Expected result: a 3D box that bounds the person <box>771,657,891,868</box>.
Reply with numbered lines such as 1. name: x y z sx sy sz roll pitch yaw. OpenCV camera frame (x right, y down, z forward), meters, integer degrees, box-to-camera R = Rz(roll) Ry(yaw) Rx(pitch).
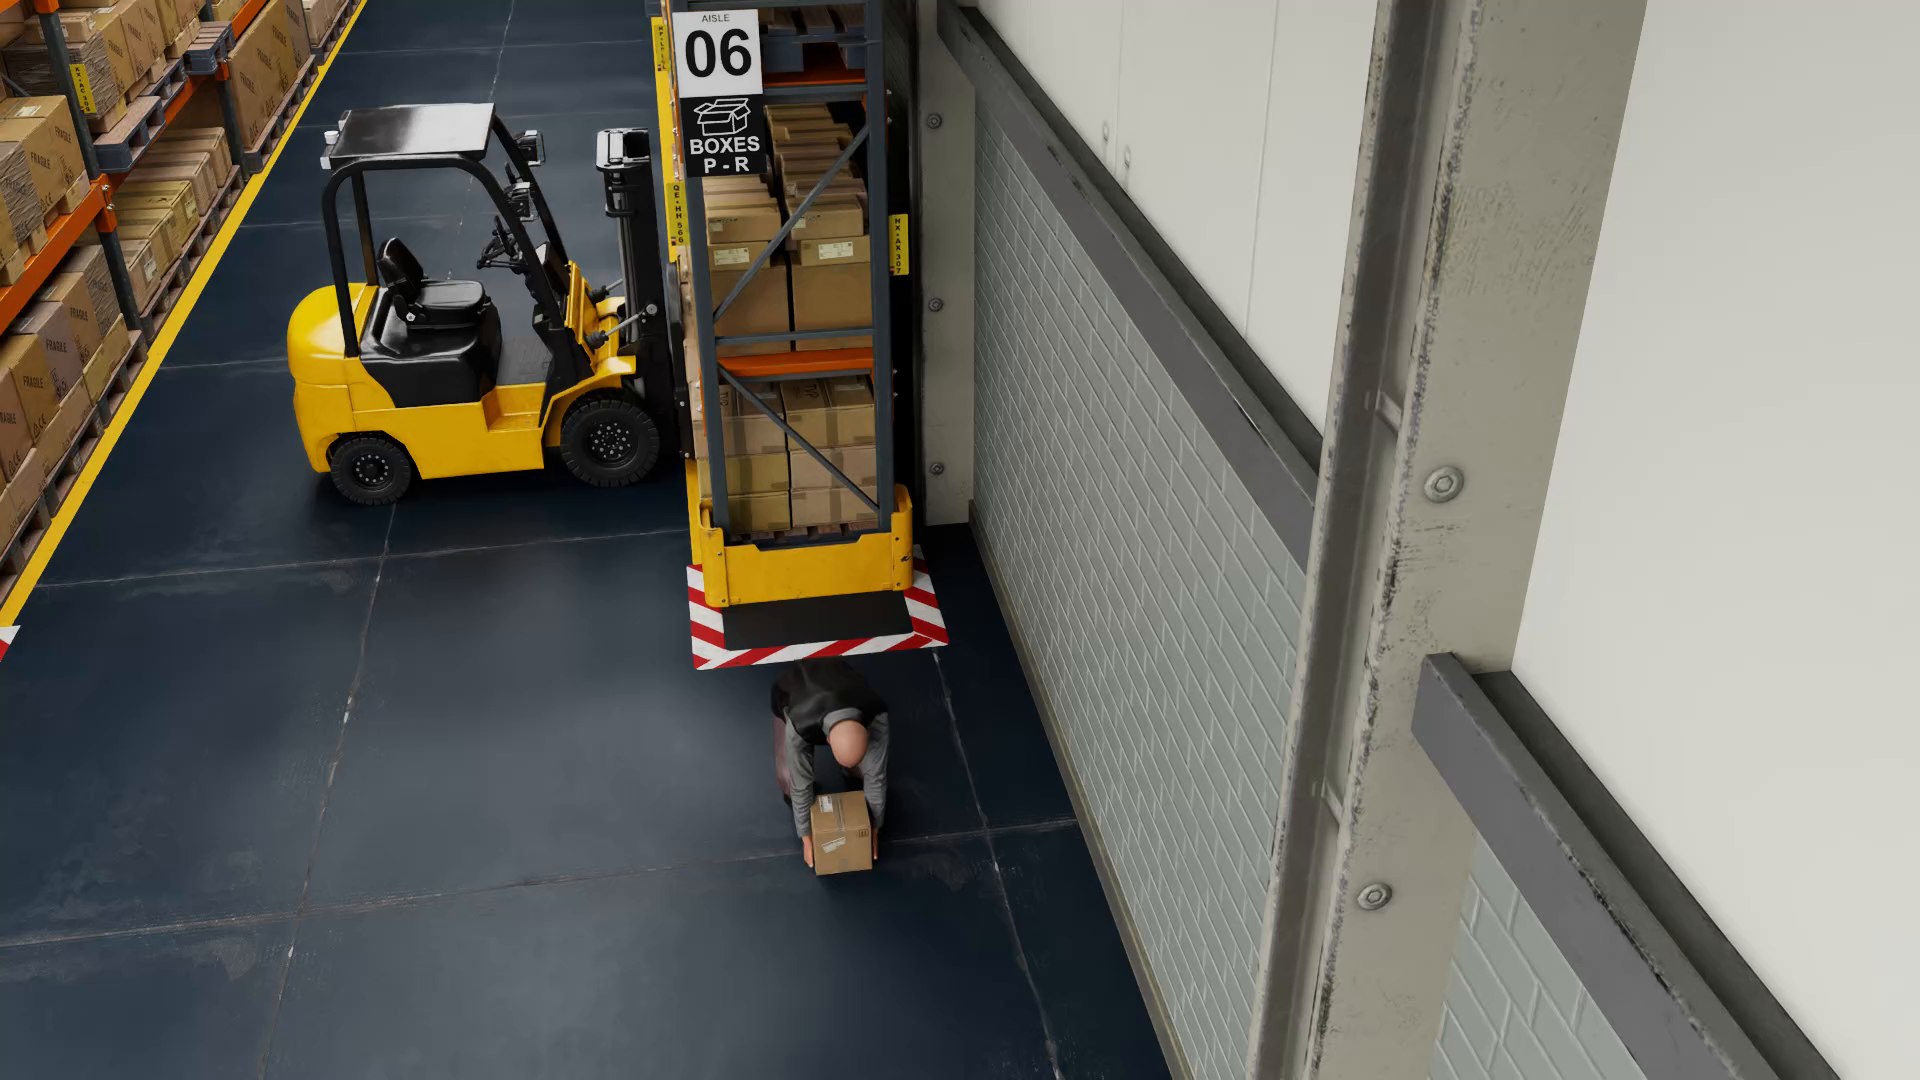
1. person: -0.588 0.965 7.565 0.523 0.830 0.913 -6 31 -9
